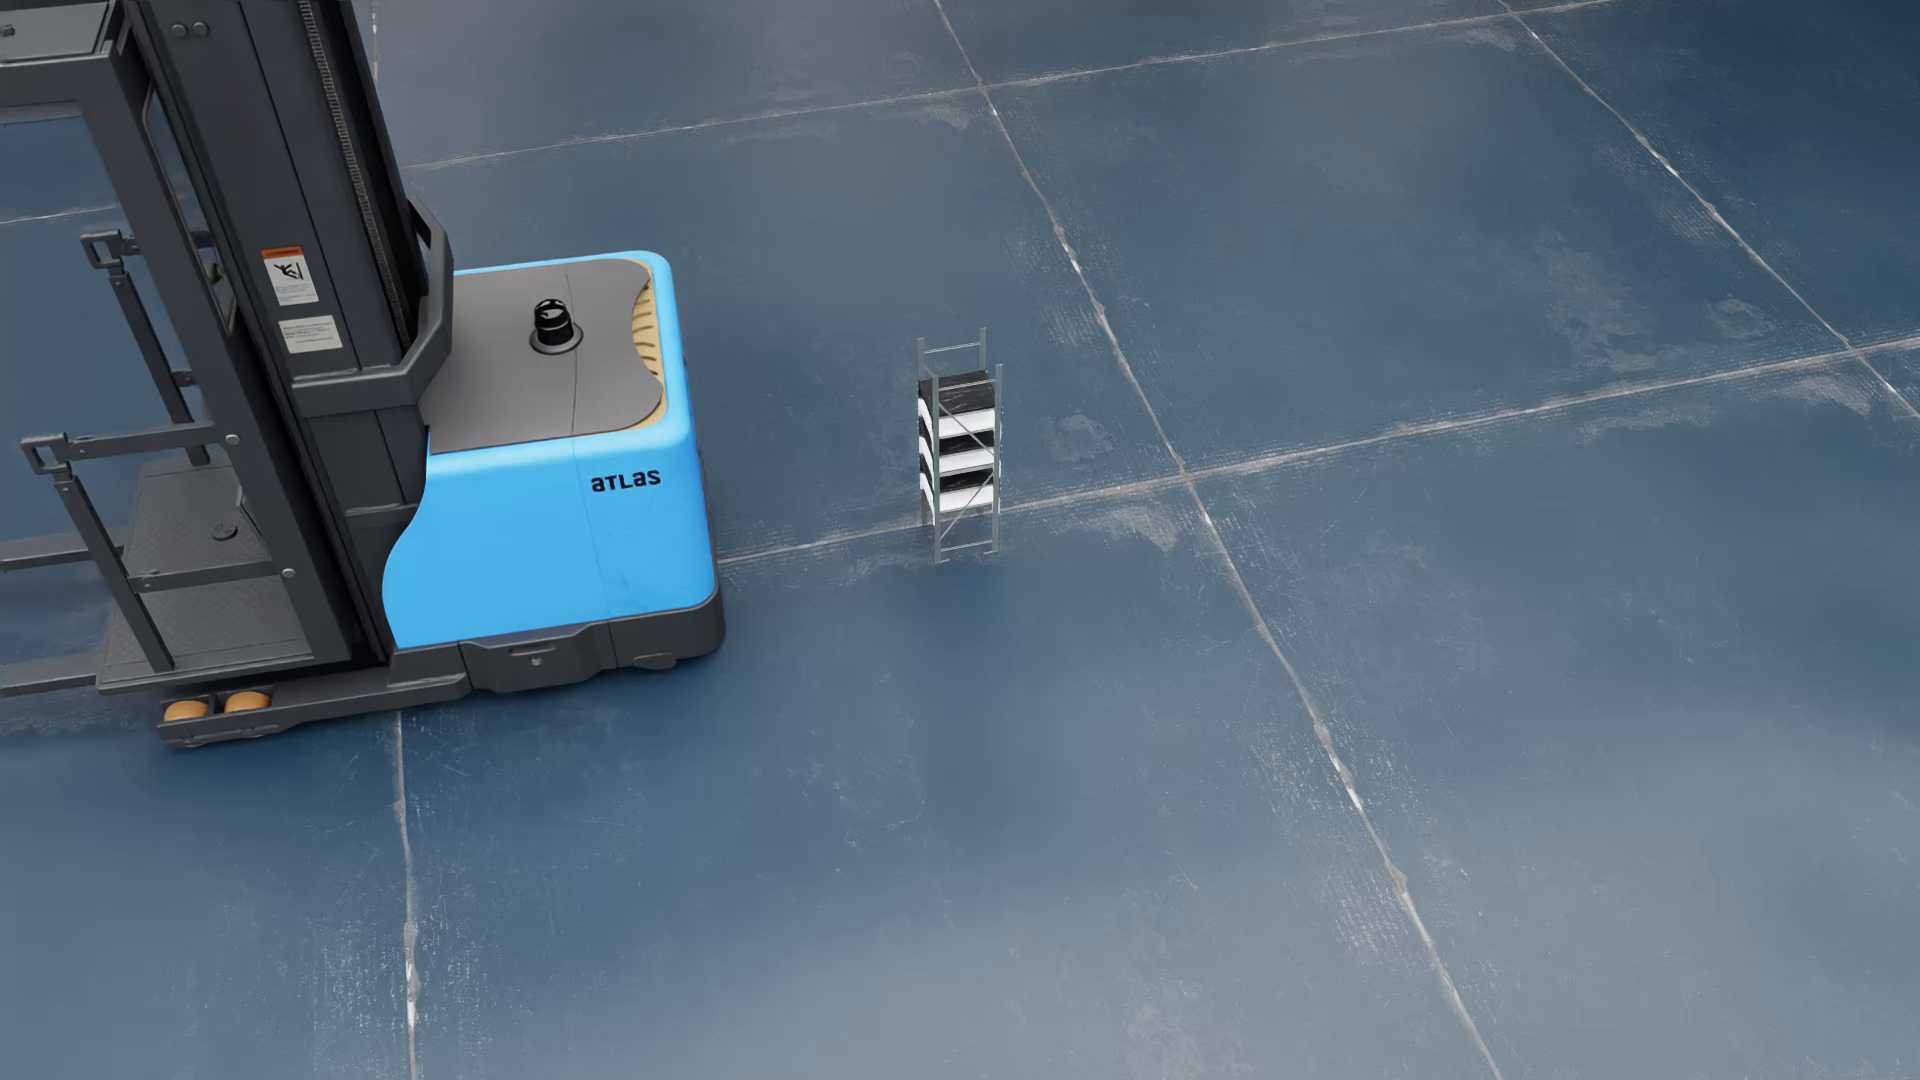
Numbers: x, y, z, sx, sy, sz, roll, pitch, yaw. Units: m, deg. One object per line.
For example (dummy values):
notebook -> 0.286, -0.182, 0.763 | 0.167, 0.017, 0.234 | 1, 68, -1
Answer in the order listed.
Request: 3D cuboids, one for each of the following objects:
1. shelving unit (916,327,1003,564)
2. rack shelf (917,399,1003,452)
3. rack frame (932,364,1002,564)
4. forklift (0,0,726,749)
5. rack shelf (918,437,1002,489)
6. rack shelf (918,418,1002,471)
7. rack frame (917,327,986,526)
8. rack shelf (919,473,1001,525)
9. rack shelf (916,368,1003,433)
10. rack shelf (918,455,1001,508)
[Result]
shelving unit -> -0.002, -0.321, 5.934 | 0.258, 0.900, 0.210 | -11, 47, -10
rack shelf -> -0.002, -0.423, 5.829 | 0.258, 0.077, 0.200 | -11, 47, -10
rack frame -> 0.024, -0.250, 5.865 | 0.240, 0.900, 0.006 | -11, 47, -10
forklift -> -2.390, -0.745, 4.928 | 3.031, 2.935, 1.130 | -8, 46, -8
rack shelf -> -0.002, -0.297, 5.958 | 0.258, 0.077, 0.200 | -11, 47, -10
rack shelf -> -0.002, -0.360, 5.894 | 0.258, 0.077, 0.200 | -11, 47, -10
rack frame -> -0.028, -0.391, 6.003 | 0.240, 0.900, 0.006 | -11, 47, -10
rack shelf -> -0.002, -0.171, 6.086 | 0.258, 0.077, 0.200 | -11, 47, -10
rack shelf -> -0.002, -0.486, 5.765 | 0.258, 0.077, 0.200 | -11, 47, -10
rack shelf -> -0.002, -0.234, 6.022 | 0.258, 0.077, 0.200 | -11, 47, -10
